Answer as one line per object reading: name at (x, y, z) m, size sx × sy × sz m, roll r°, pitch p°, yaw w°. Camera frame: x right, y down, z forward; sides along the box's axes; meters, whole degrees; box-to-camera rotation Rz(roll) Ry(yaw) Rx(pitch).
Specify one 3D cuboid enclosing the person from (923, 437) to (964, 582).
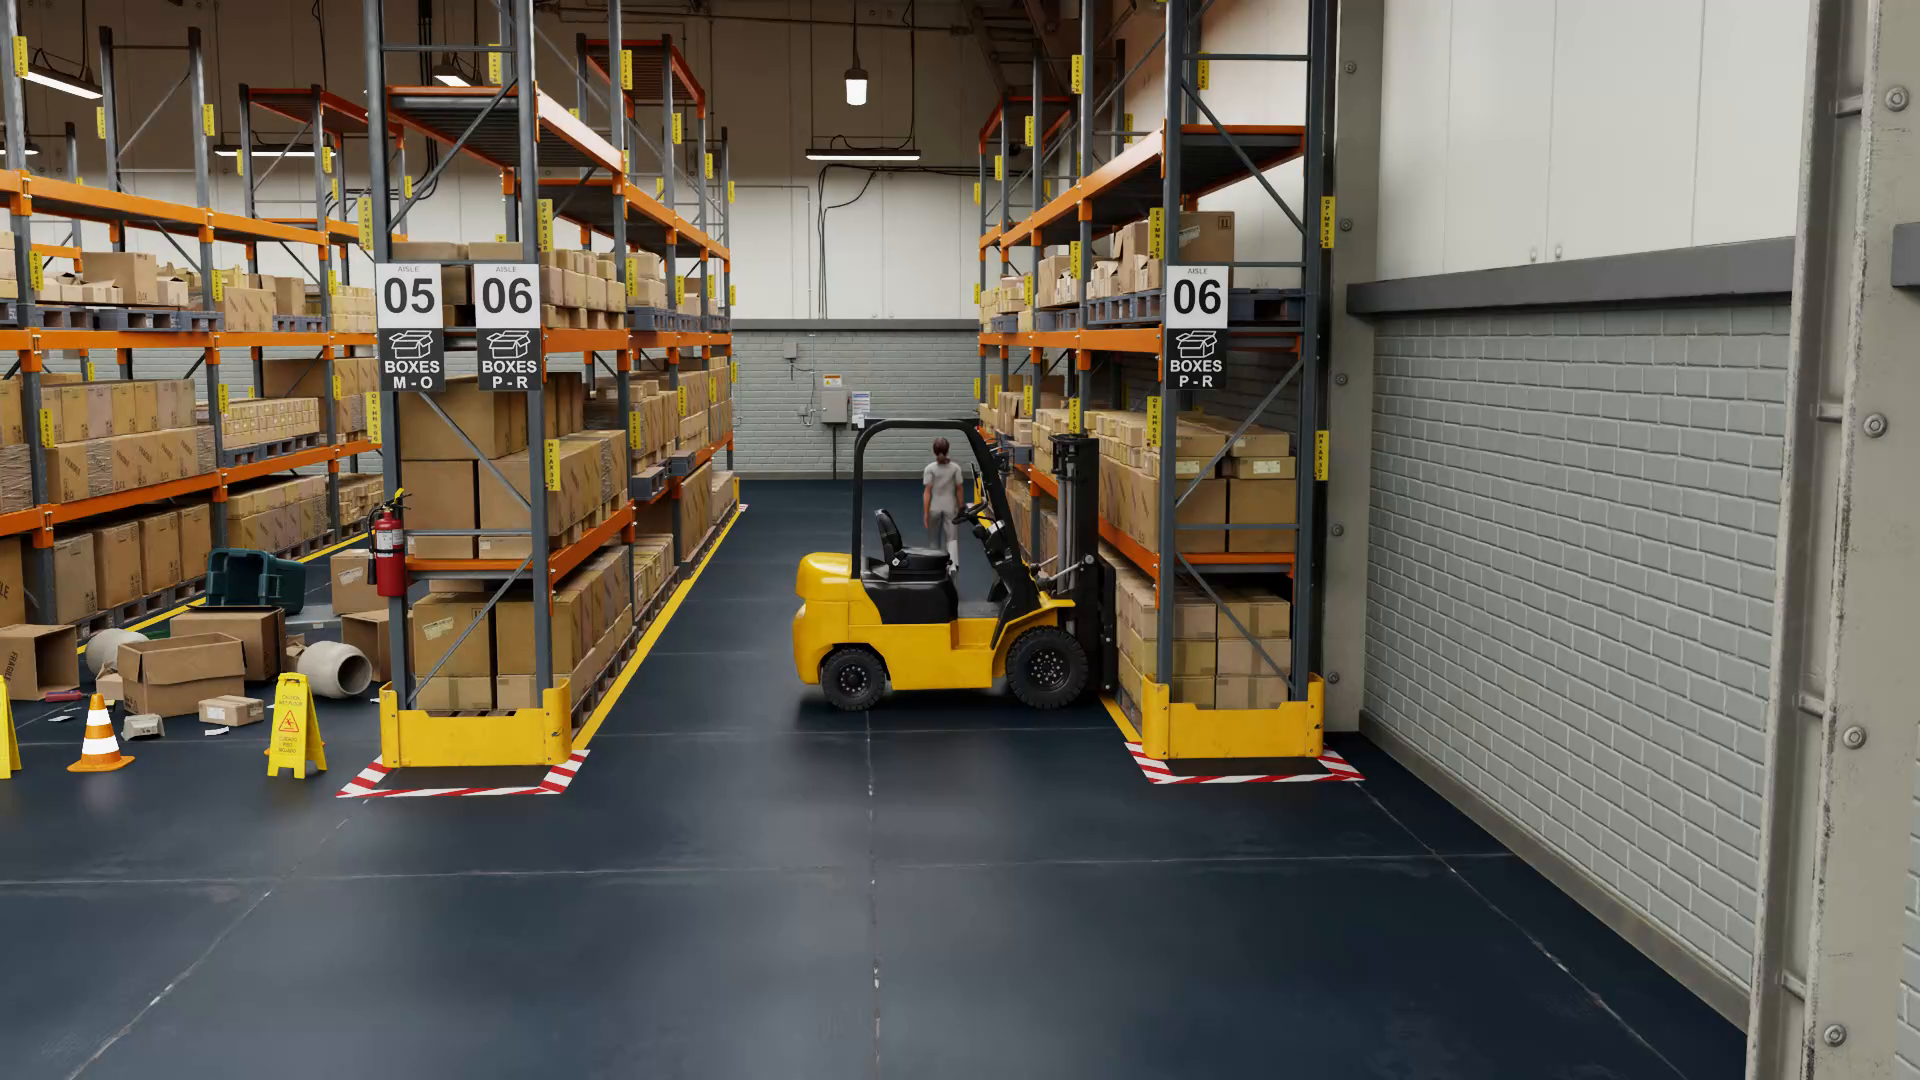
person at (-0.179, -0.300, 18.191) m, size 0.451 × 1.634 × 0.869 m, roll -1°, pitch 7°, yaw -7°
